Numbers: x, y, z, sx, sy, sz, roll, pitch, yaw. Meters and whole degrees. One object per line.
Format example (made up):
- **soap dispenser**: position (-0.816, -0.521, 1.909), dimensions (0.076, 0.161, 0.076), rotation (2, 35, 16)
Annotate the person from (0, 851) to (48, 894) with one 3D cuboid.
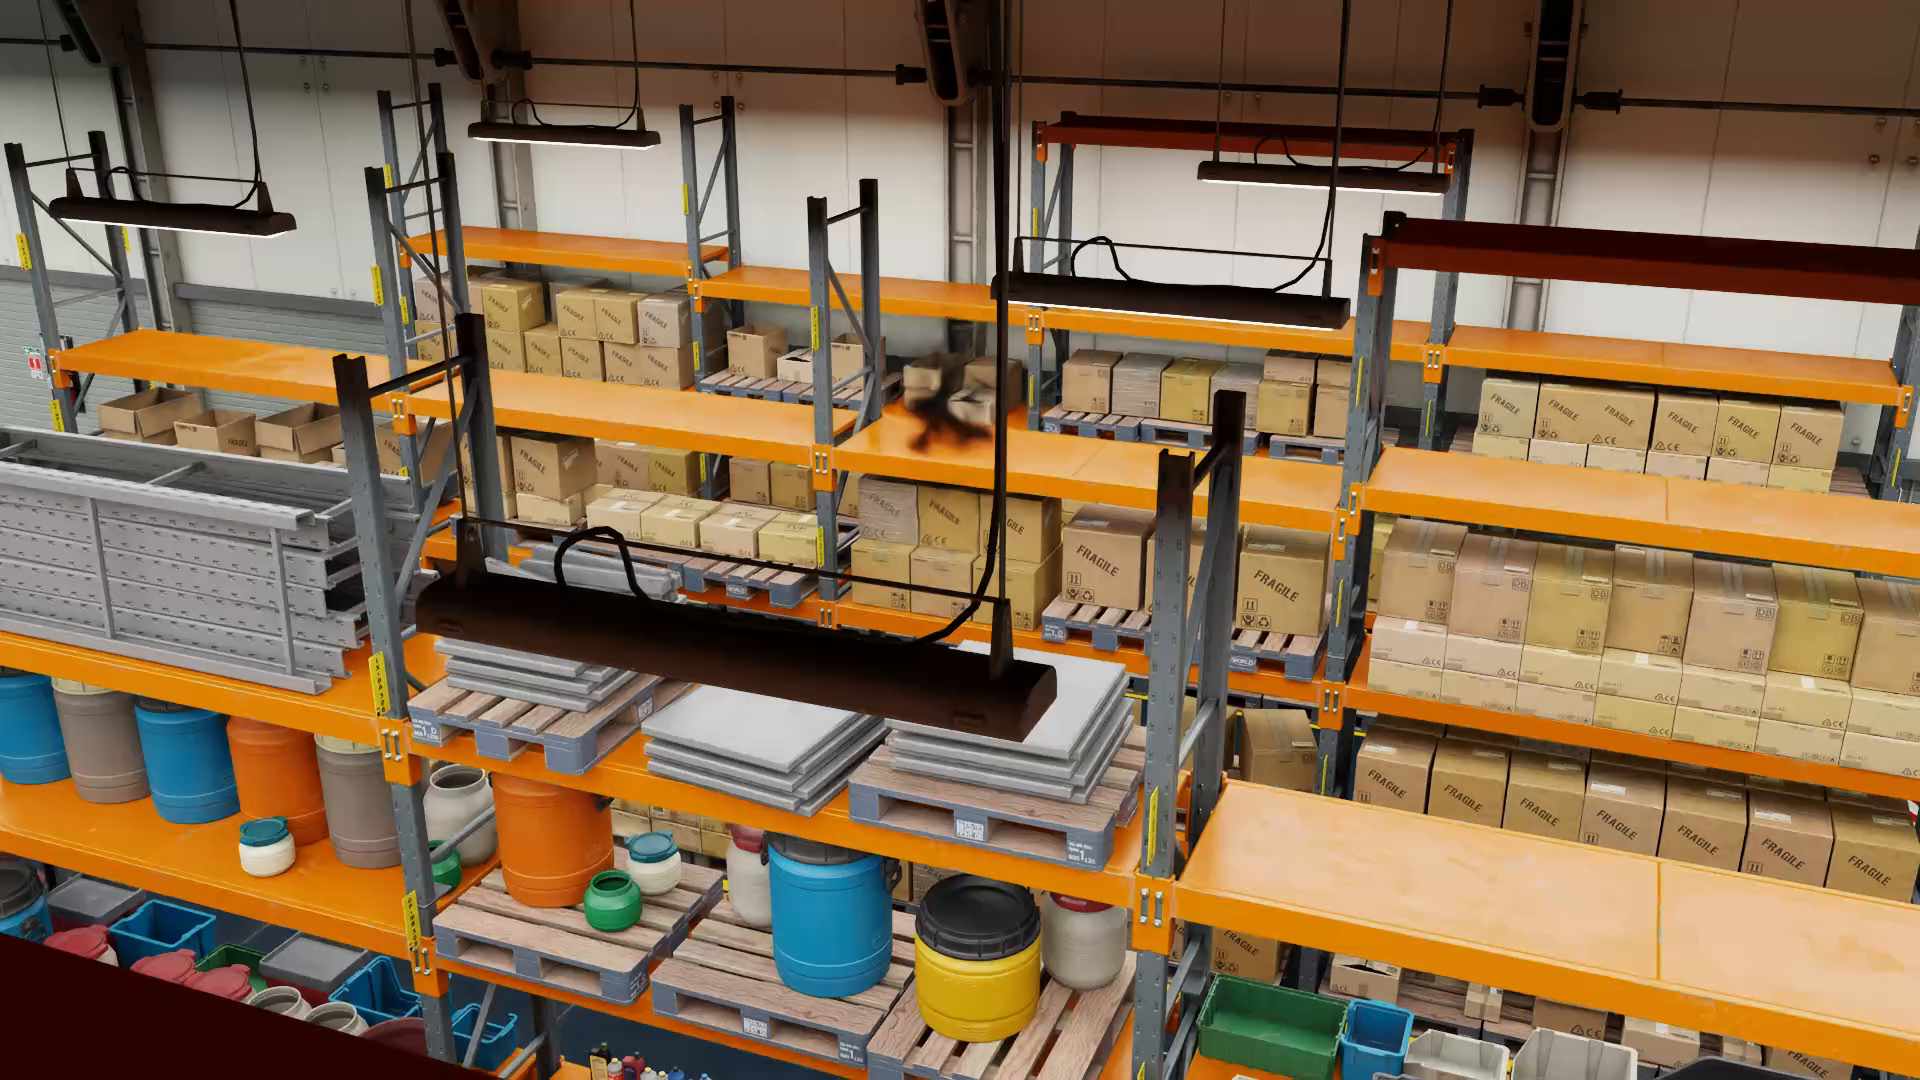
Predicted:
- **person**: position (-7.808, 2.465, 13.650), dimensions (0.558, 1.621, 0.580), rotation (5, 21, 13)
